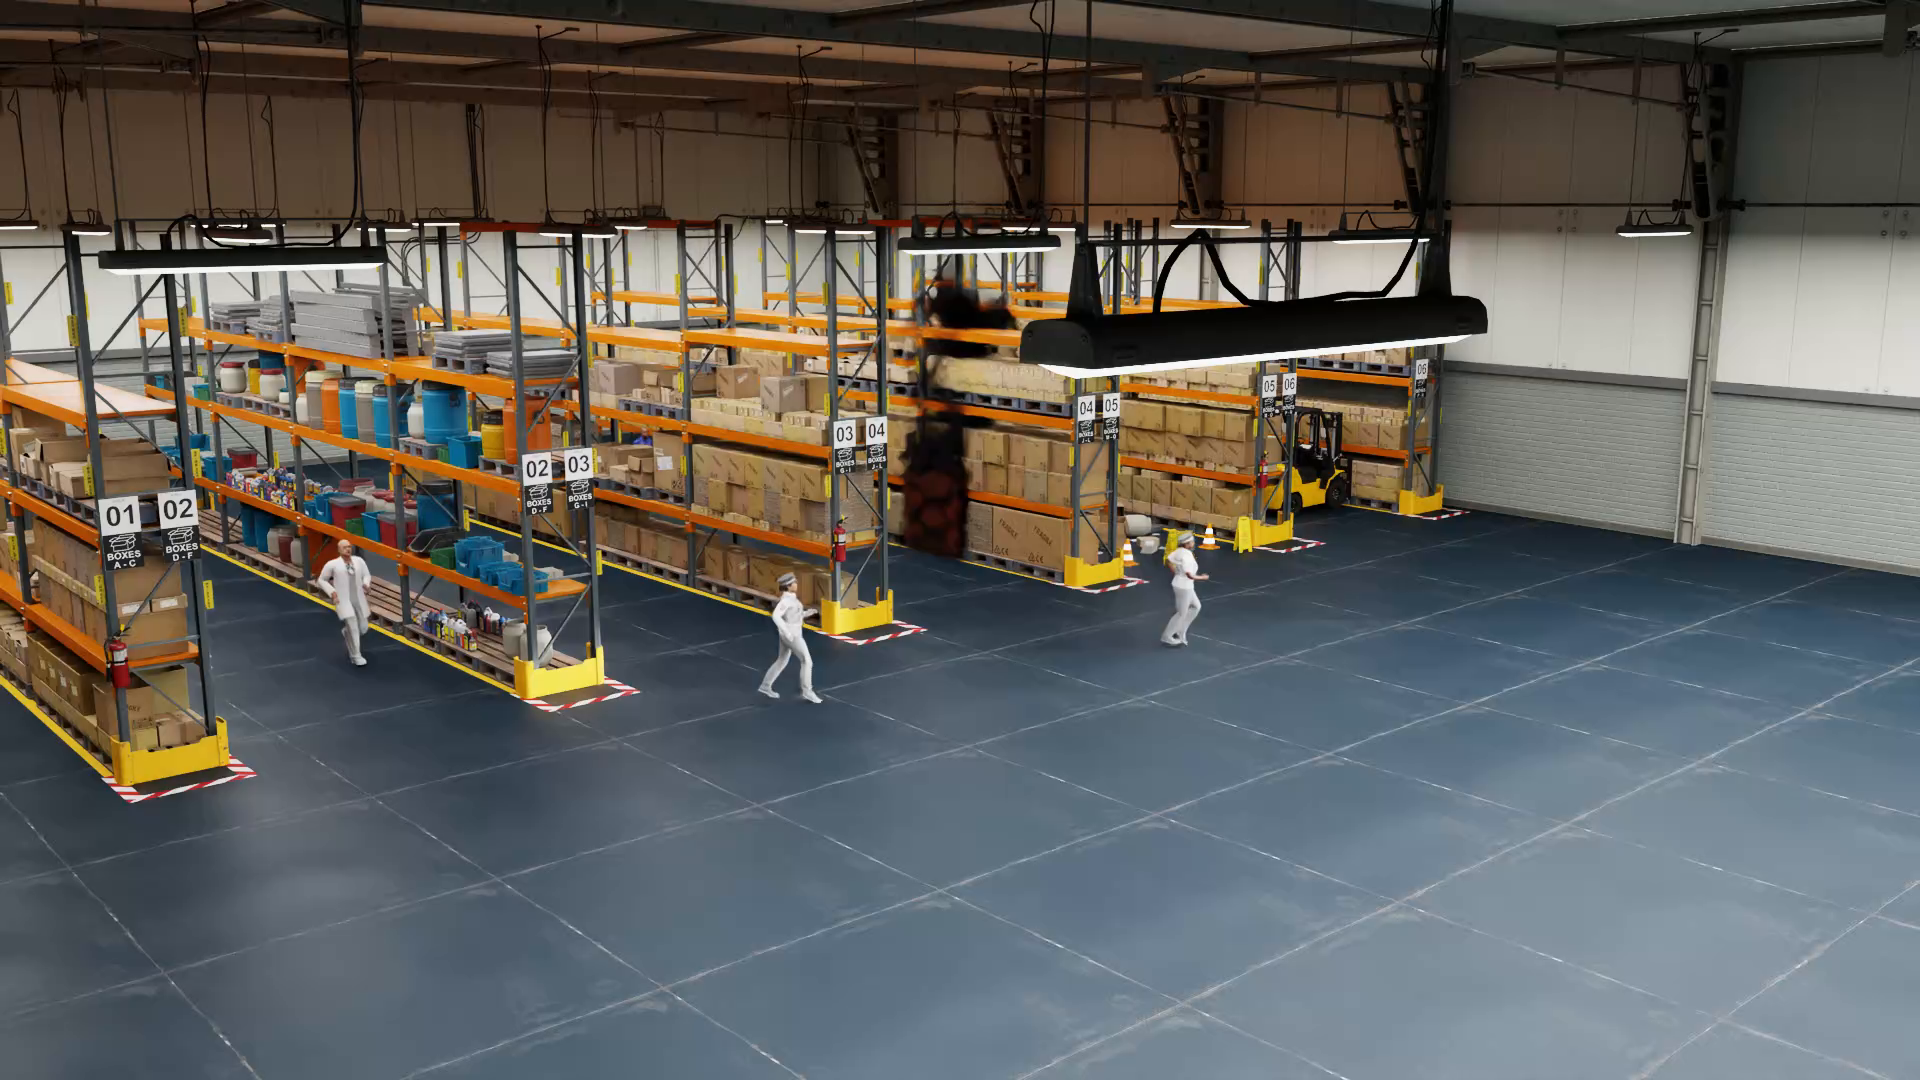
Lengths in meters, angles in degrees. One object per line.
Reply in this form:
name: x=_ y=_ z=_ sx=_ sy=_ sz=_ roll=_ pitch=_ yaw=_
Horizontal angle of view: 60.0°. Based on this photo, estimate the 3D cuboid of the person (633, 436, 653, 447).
person: x=-6.824 y=-1.543 z=35.964 sx=0.535 sy=1.433 sz=0.519 roll=-9 pitch=15 yaw=-39

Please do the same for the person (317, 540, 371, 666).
person: x=-8.555 y=0.854 z=23.245 sx=0.716 sy=1.736 sz=0.832 roll=-11 pitch=16 yaw=-43

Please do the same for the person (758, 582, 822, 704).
person: x=-2.175 y=1.281 z=21.308 sx=0.773 sy=1.703 sz=0.588 roll=-3 pitch=12 yaw=-15

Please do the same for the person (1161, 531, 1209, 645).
person: x=3.265 y=0.712 z=24.145 sx=0.684 sy=1.721 sz=0.587 roll=0 pitch=11 yaw=-2
